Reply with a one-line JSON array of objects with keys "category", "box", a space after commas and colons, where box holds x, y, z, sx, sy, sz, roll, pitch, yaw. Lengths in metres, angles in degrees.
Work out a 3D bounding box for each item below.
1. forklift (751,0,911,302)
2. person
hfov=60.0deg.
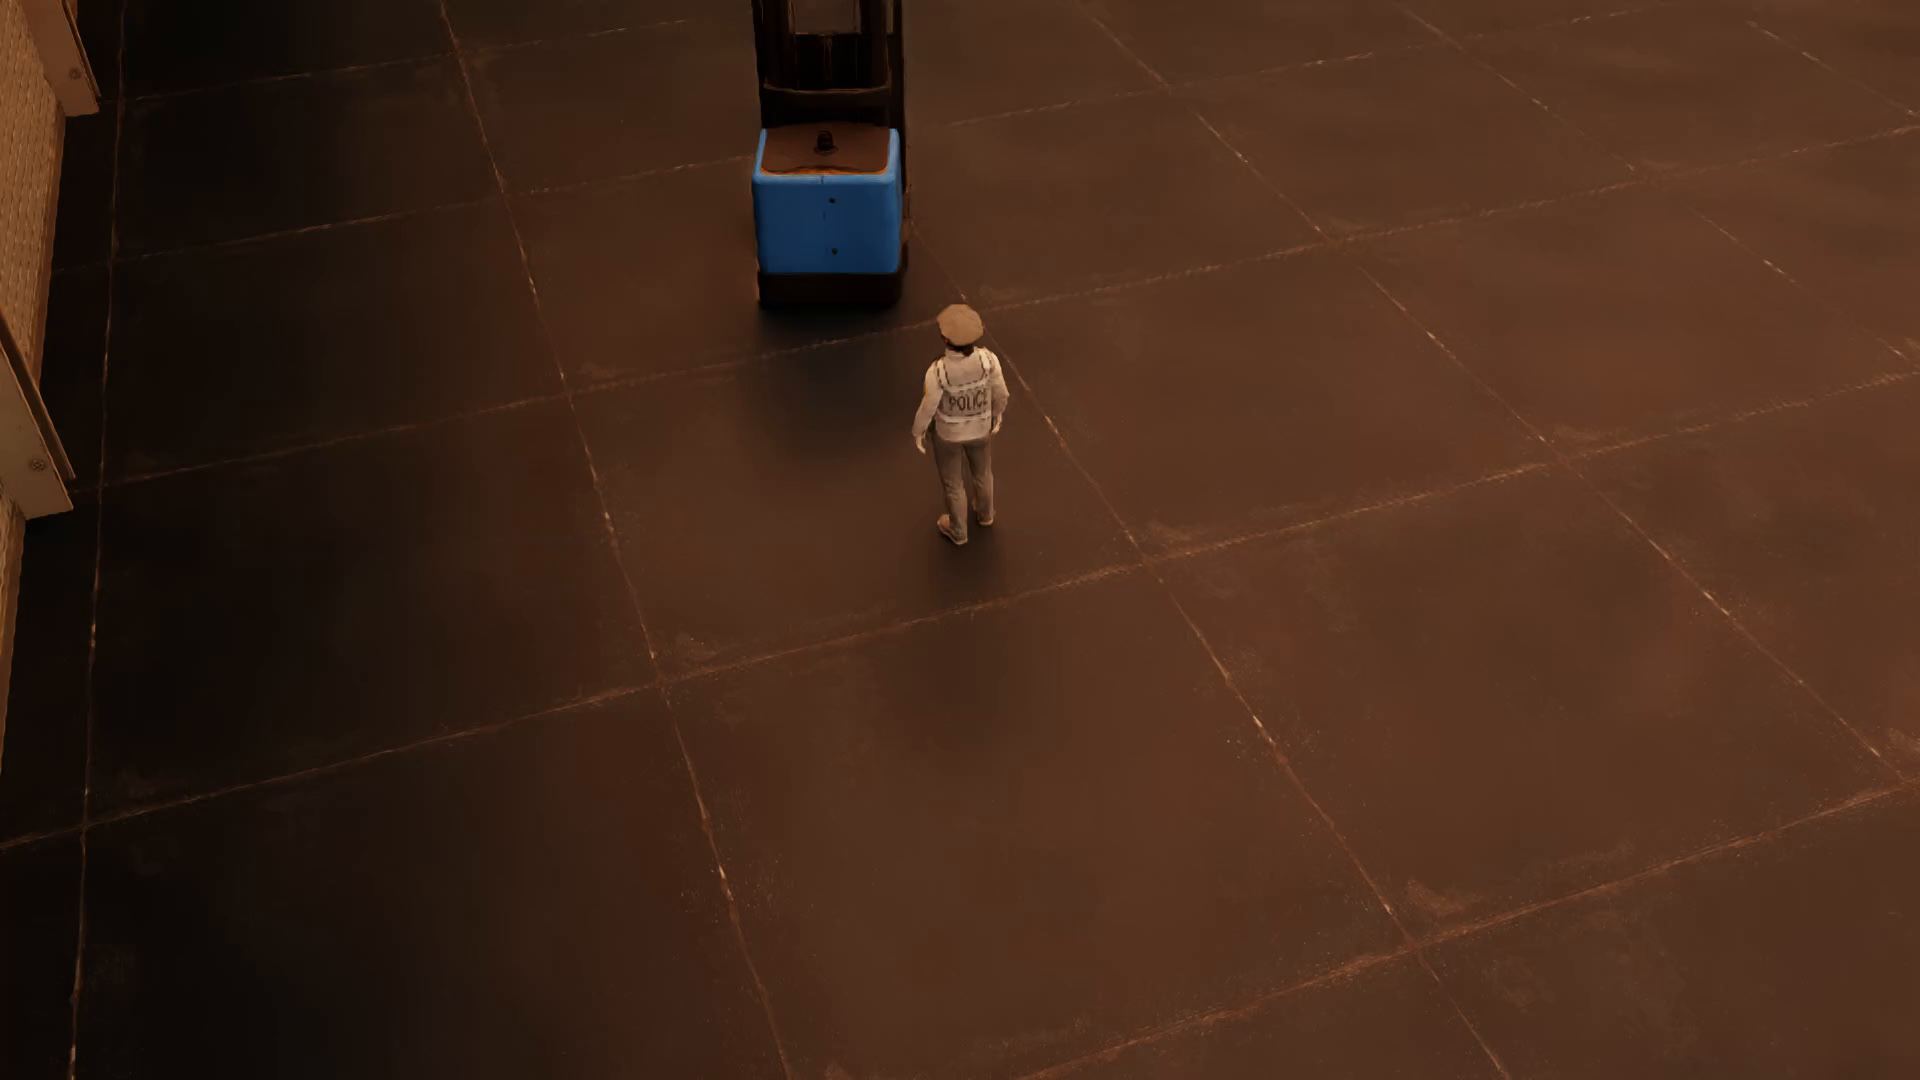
[{"category": "forklift", "box": [-0.964, -3.791, 12.511, 1.130, 2.935, 3.031, 0, 40, 0]}, {"category": "person", "box": [-0.017, -0.697, 9.777, 0.586, 1.695, 0.533, -13, 42, -15]}]
